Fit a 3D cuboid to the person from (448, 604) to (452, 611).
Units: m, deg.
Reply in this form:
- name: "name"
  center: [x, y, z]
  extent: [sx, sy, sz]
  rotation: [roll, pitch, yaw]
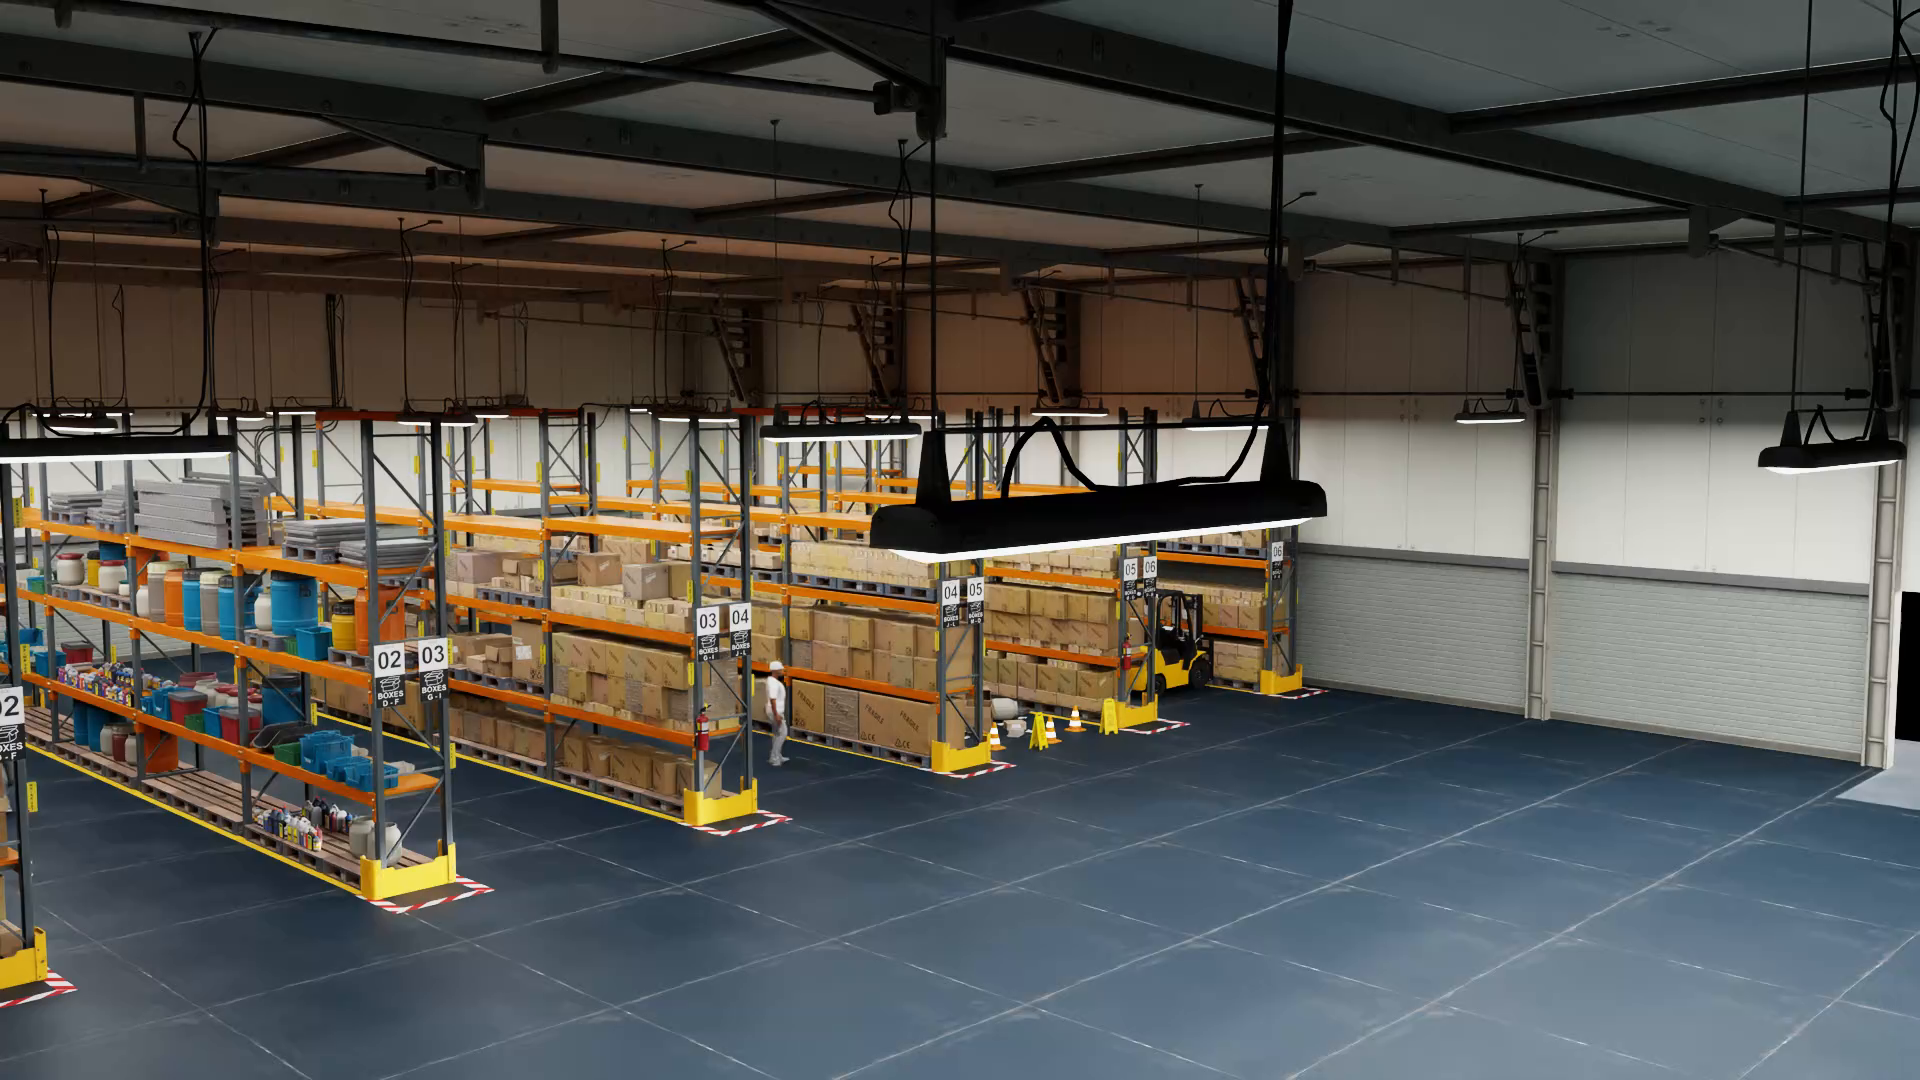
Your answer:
- name: "person"
  center: [-12.329, 1.914, 39.921]
  extent: [0.610, 1.790, 0.449]
  rotation: [-3, 6, -30]

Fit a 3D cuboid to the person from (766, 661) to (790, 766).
- name: "person"
  center: [-3.126, 2.970, 28.468]
  extent: [0.396, 1.818, 0.575]
  rotation: [0, 5, -5]

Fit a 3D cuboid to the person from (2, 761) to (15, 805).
- name: "person"
  center: [-14.557, 3.329, 25.177]
  extent: [0.585, 1.400, 0.433]
  rotation: [4, 6, 38]
